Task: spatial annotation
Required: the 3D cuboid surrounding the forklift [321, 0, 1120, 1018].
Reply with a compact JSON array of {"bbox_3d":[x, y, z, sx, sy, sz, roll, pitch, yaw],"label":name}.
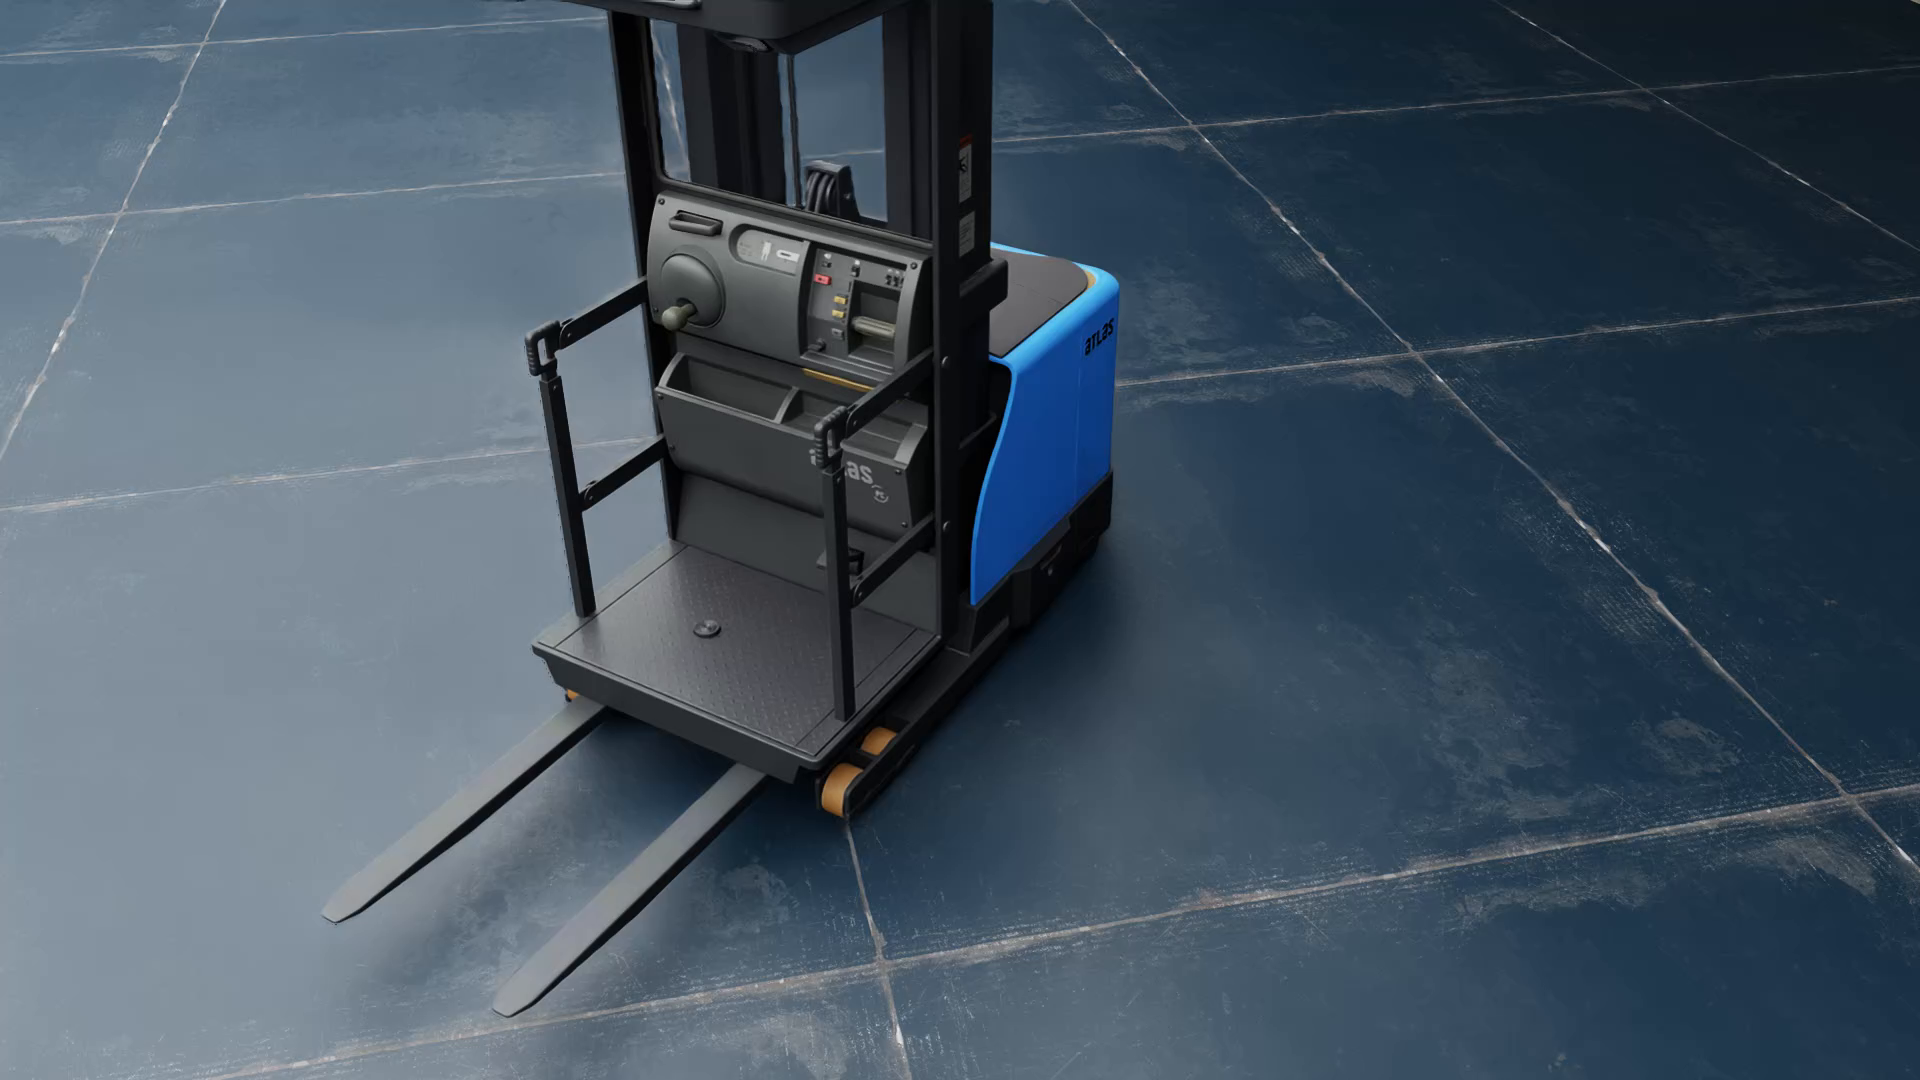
[{"bbox_3d":[-0.624,-0.675,4.625,1.130,2.935,3.031,18,38,25],"label":"forklift"}]
